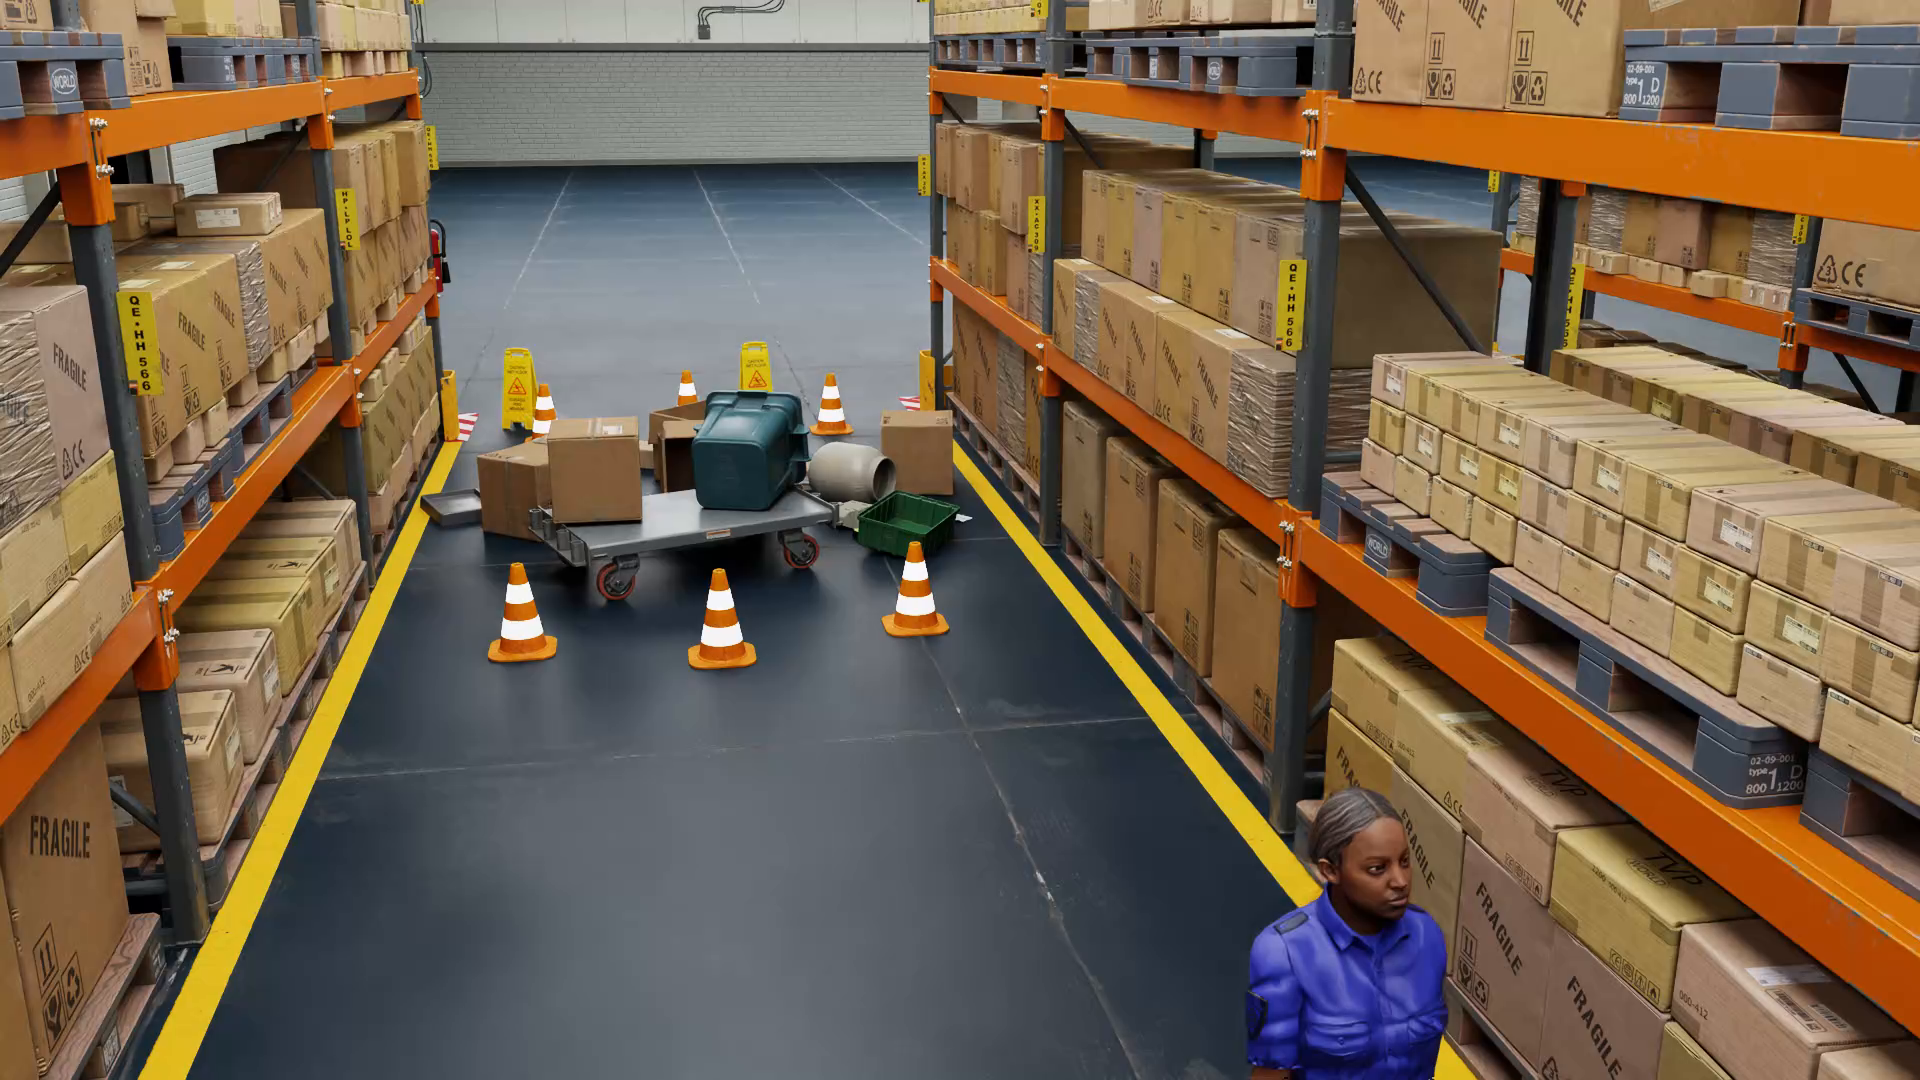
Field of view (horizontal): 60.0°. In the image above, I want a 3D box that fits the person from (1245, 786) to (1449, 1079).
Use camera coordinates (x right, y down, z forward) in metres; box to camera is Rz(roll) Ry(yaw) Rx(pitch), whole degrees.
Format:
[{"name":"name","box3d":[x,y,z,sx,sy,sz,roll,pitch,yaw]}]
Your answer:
[{"name":"person","box3d":[0.760,1.261,3.278,0.438,1.599,0.994,-3,17,-9]}]
